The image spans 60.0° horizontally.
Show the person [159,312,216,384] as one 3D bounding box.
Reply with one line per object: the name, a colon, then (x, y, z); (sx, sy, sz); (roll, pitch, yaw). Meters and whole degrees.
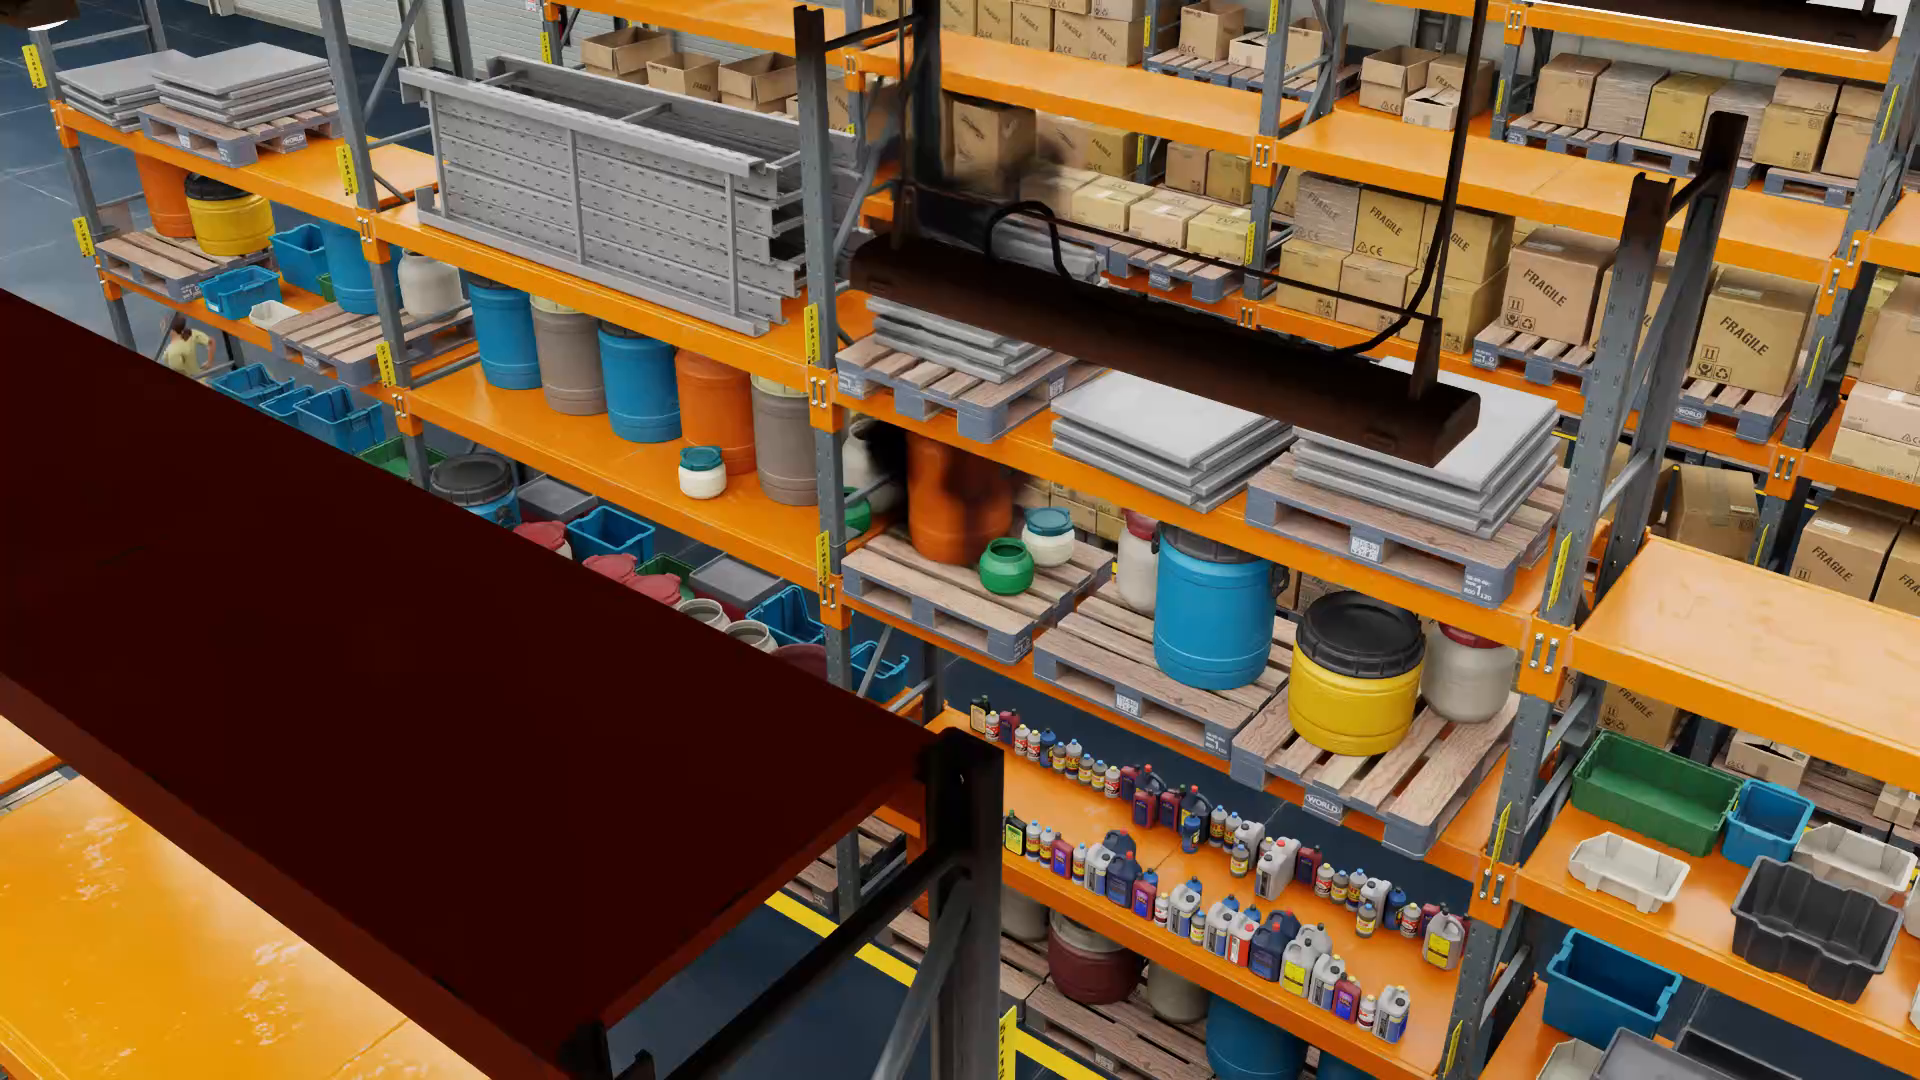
person: (-7.457, -1.450, 16.046); (0.803, 1.662, 0.576); (-5, 32, -9)
